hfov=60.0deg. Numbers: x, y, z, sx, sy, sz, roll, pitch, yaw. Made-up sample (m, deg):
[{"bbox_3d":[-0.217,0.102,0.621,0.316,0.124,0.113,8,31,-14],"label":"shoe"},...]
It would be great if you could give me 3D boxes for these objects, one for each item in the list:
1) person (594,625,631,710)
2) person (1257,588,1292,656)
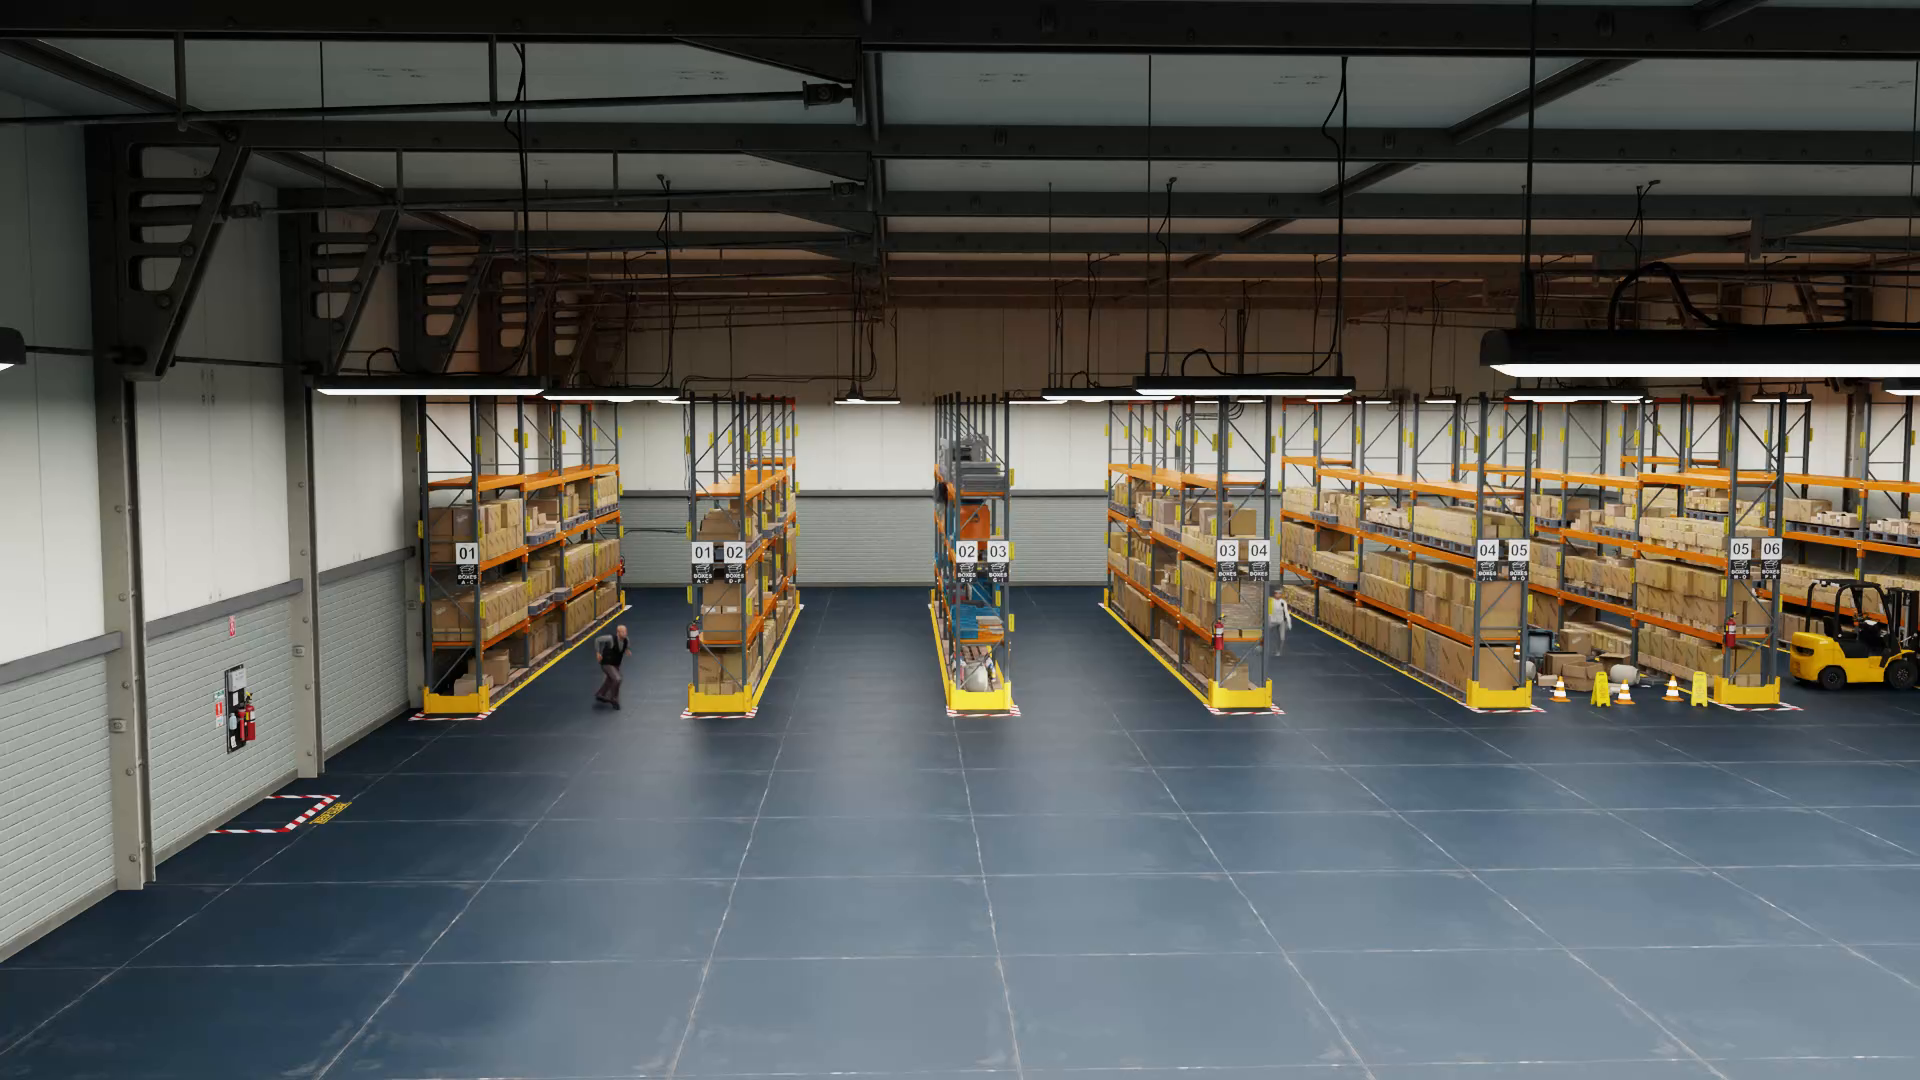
[{"bbox_3d":[-6.628,2.421,31.530,0.985,1.657,0.703,4,6,41],"label":"person"},{"bbox_3d":[7.224,1.860,38.231,0.733,1.592,0.645,0,5,3],"label":"person"}]
